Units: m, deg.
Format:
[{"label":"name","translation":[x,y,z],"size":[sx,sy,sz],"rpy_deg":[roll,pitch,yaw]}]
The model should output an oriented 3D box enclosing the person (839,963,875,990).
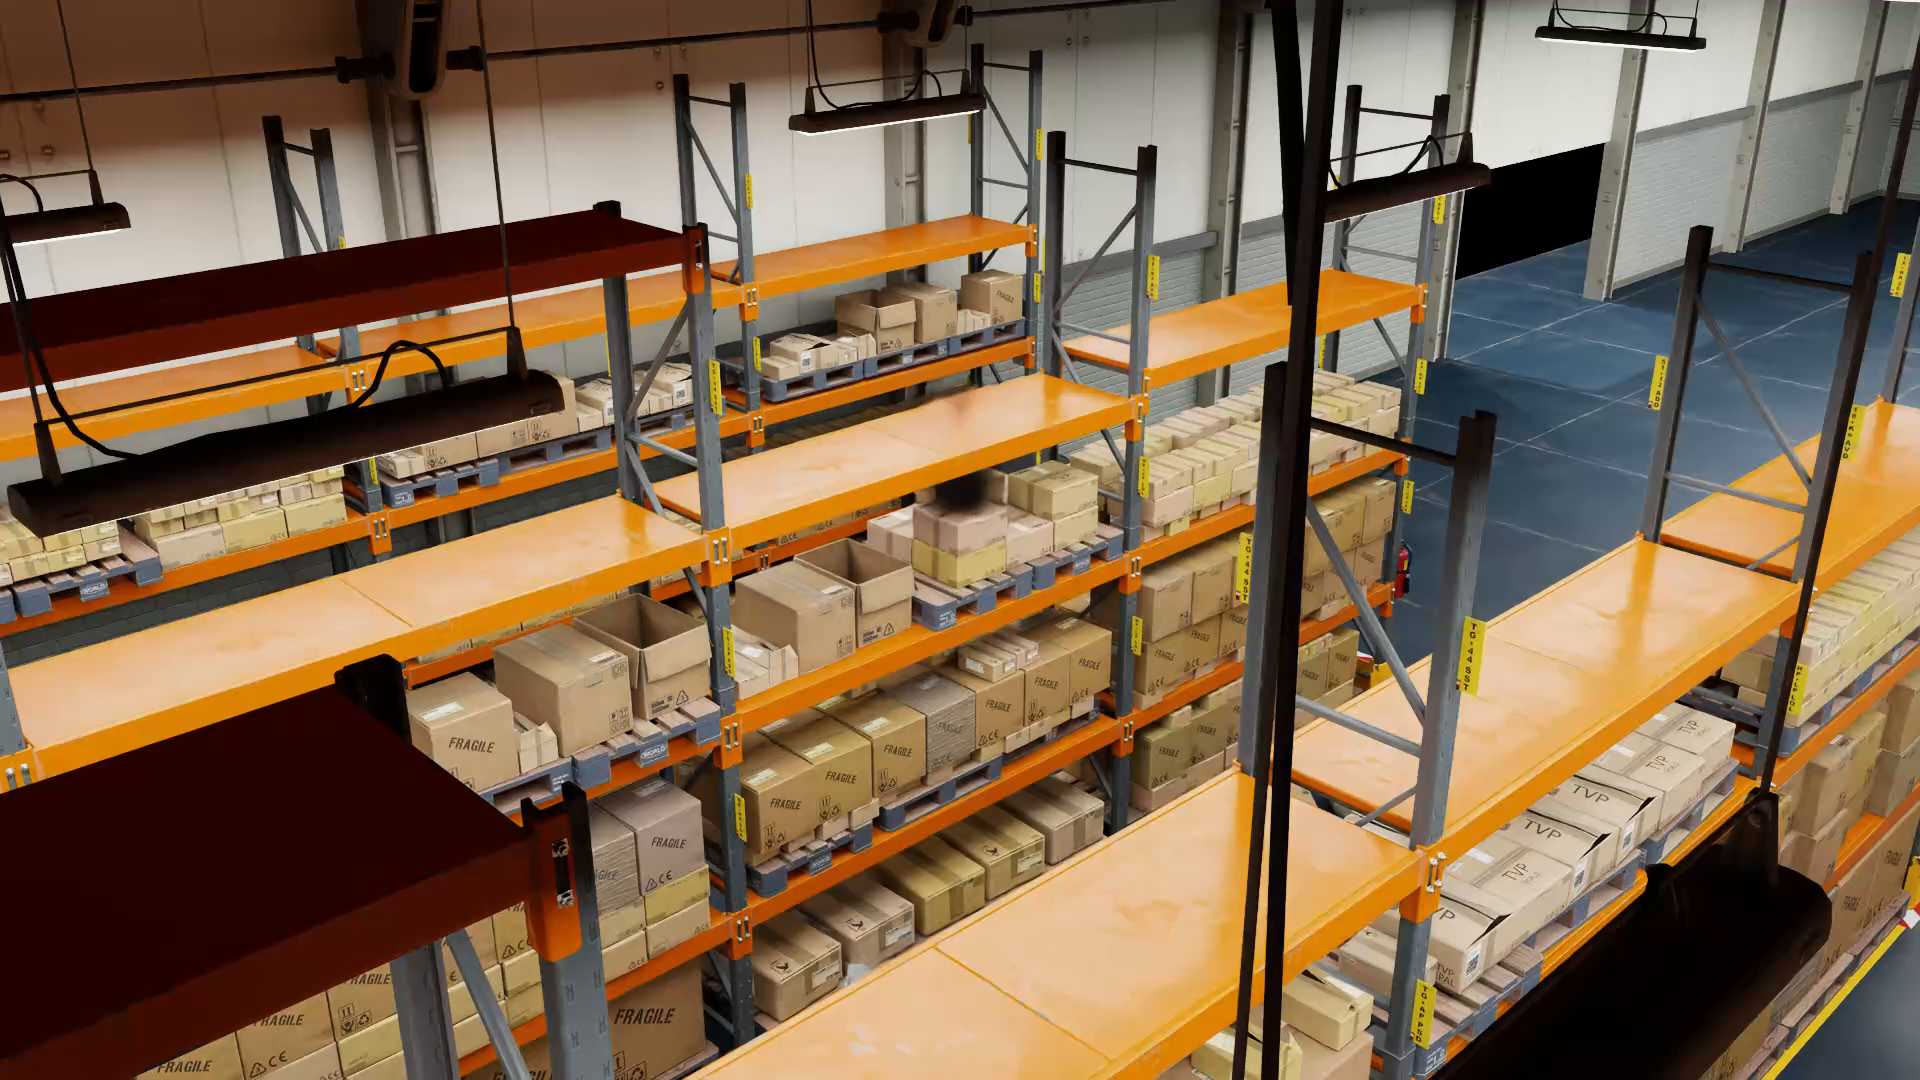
[{"label":"person","translation":[-0.491,3.359,10.588],"size":[0.670,1.713,0.788],"rpy_deg":[-7,23,-16]}]
